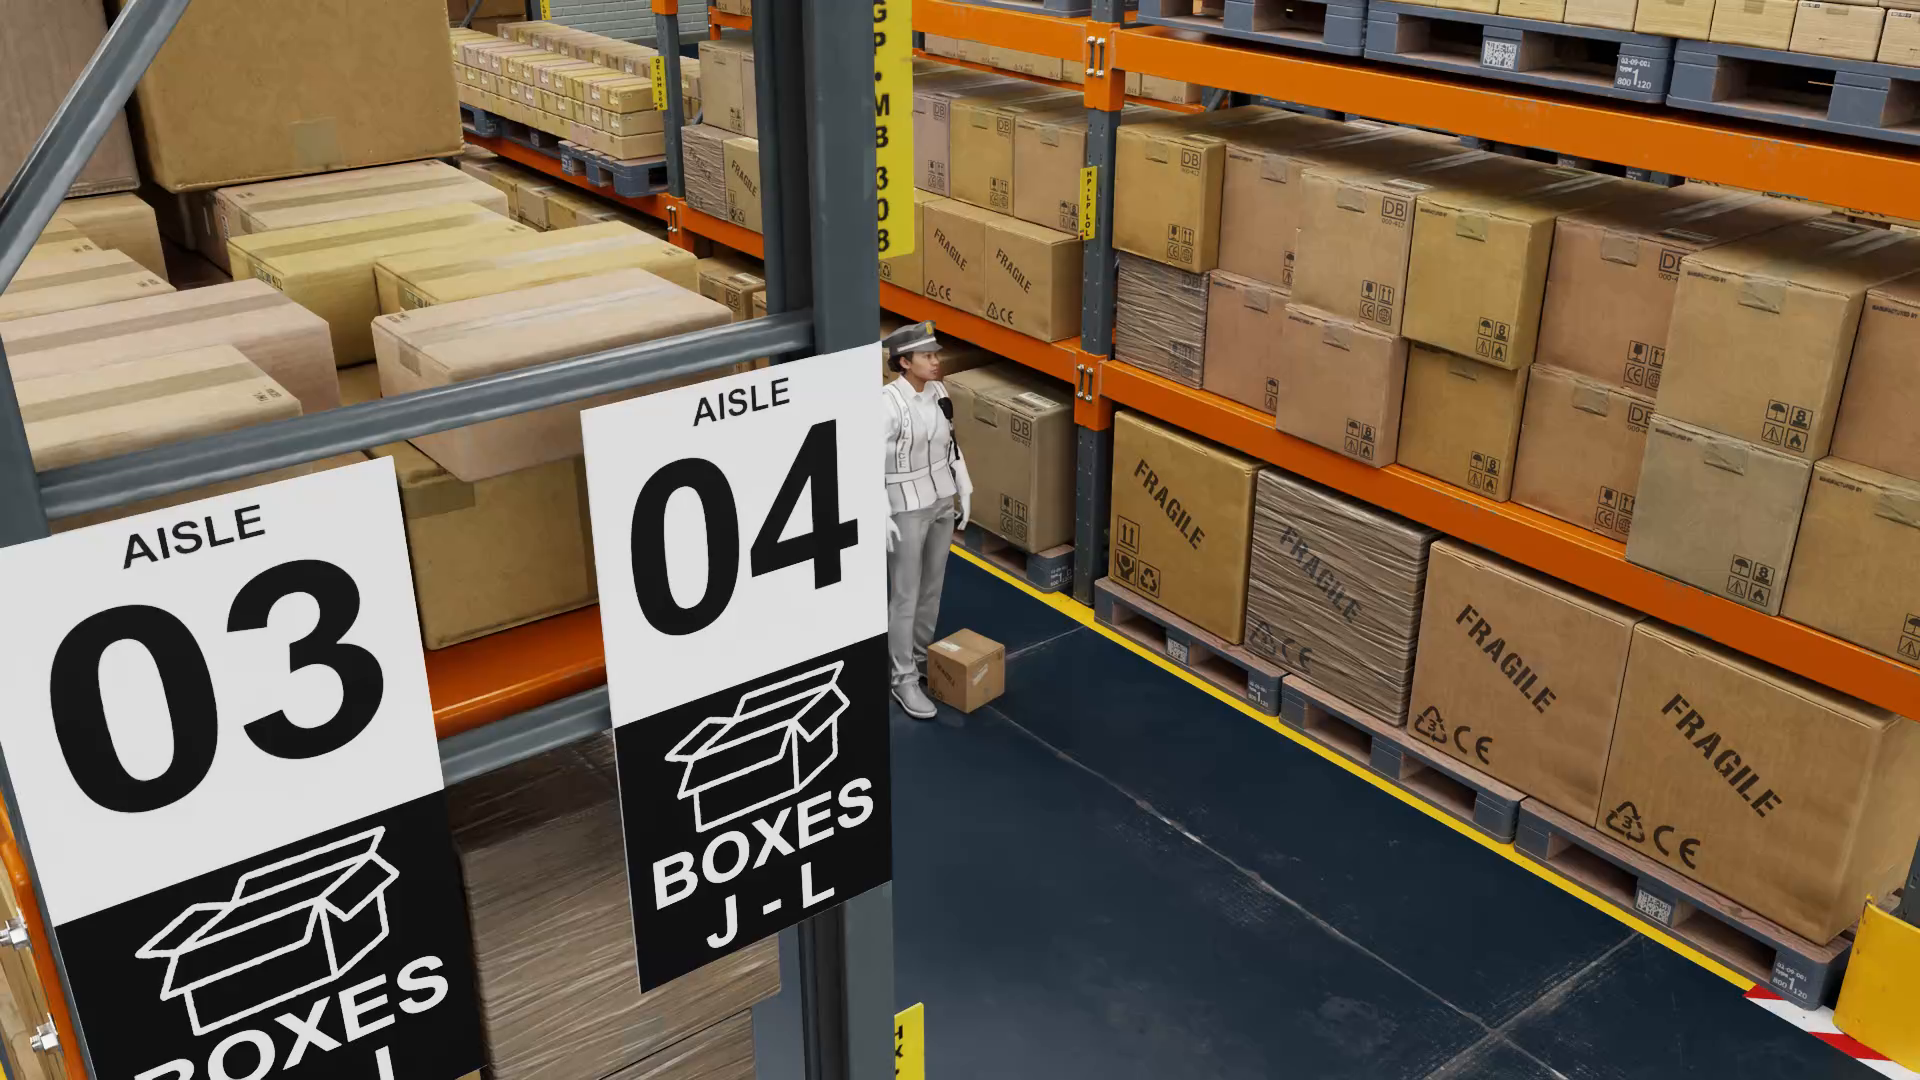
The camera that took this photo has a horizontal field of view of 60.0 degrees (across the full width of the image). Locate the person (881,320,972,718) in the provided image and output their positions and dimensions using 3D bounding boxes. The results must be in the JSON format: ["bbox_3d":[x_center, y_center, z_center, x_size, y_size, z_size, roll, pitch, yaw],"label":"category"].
[{"bbox_3d":[-0.140,-0.127,7.318,0.584,1.695,0.533,-23,33,-40],"label":"person"}]
